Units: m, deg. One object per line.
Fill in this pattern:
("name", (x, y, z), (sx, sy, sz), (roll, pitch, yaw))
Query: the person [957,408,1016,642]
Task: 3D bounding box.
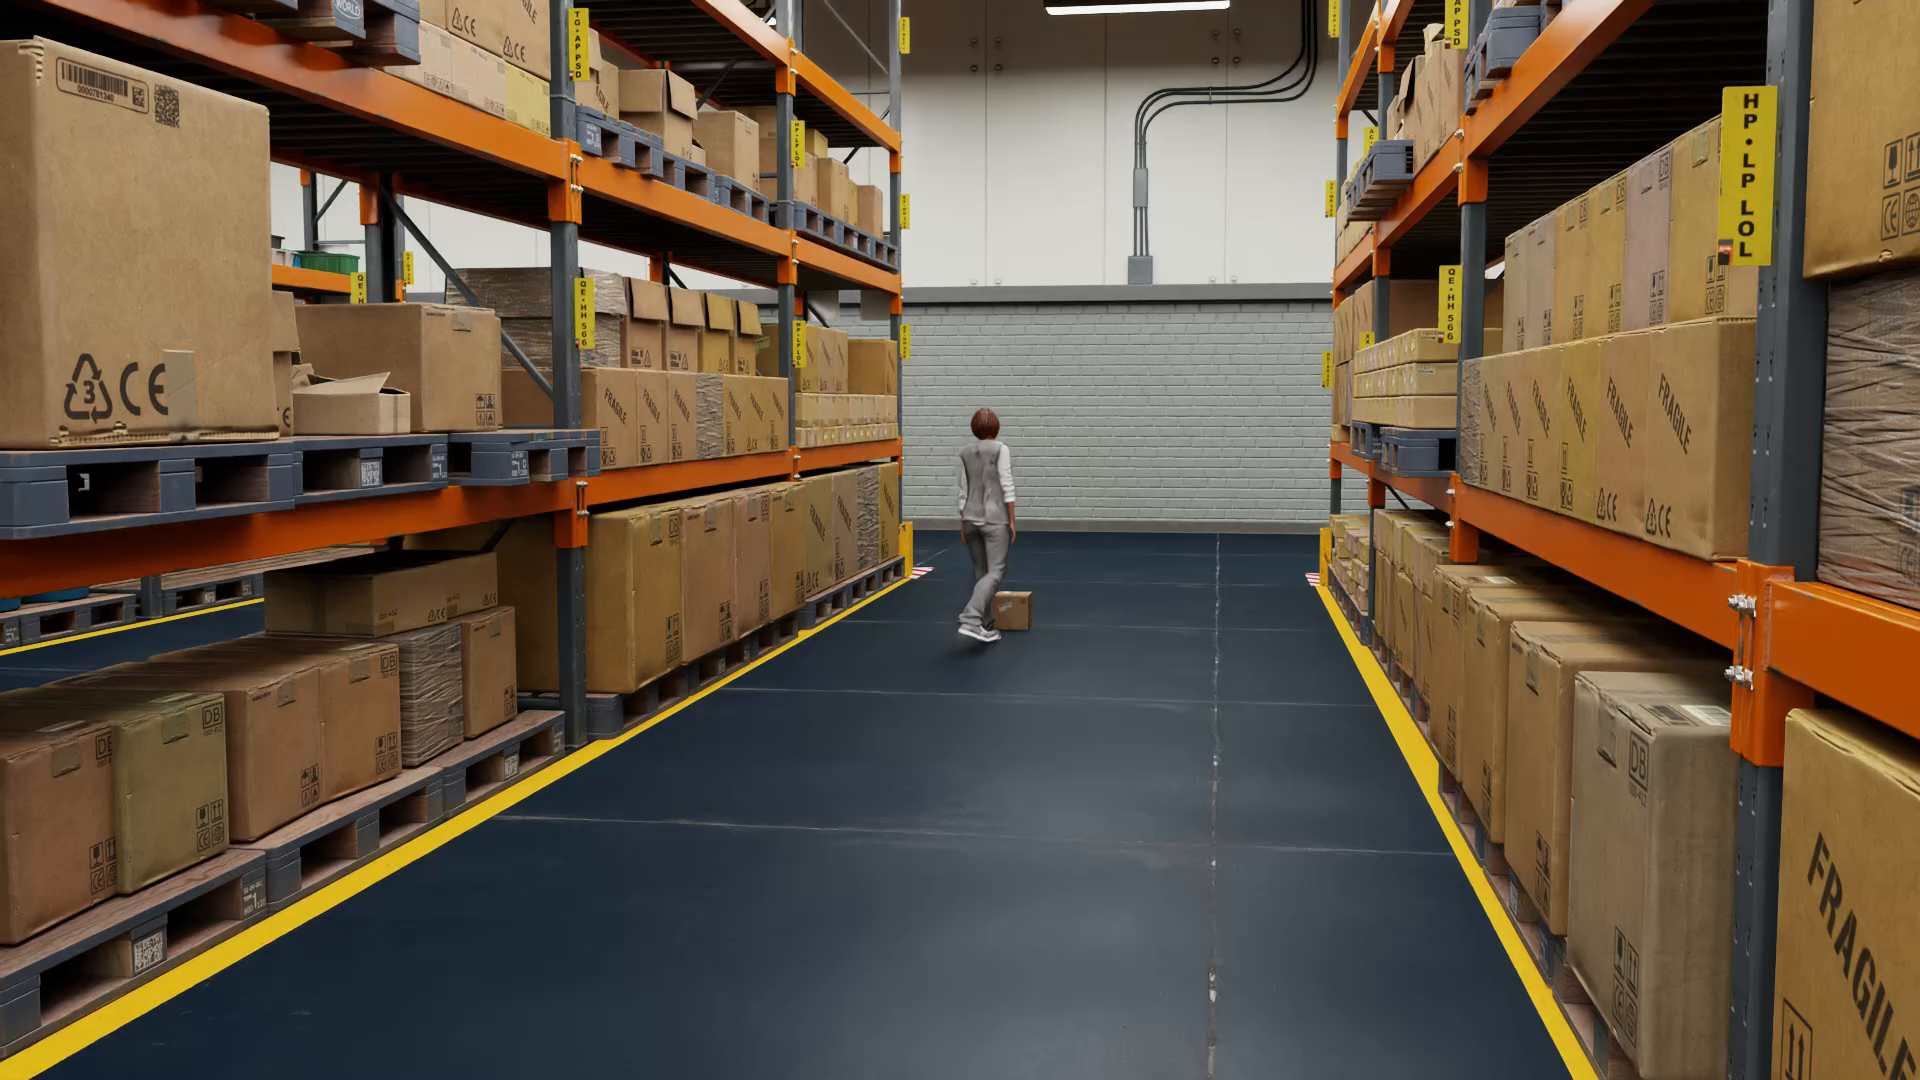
("person", (0.145, -0.086, 11.129), (0.435, 1.593, 0.618), (4, 6, 37))
